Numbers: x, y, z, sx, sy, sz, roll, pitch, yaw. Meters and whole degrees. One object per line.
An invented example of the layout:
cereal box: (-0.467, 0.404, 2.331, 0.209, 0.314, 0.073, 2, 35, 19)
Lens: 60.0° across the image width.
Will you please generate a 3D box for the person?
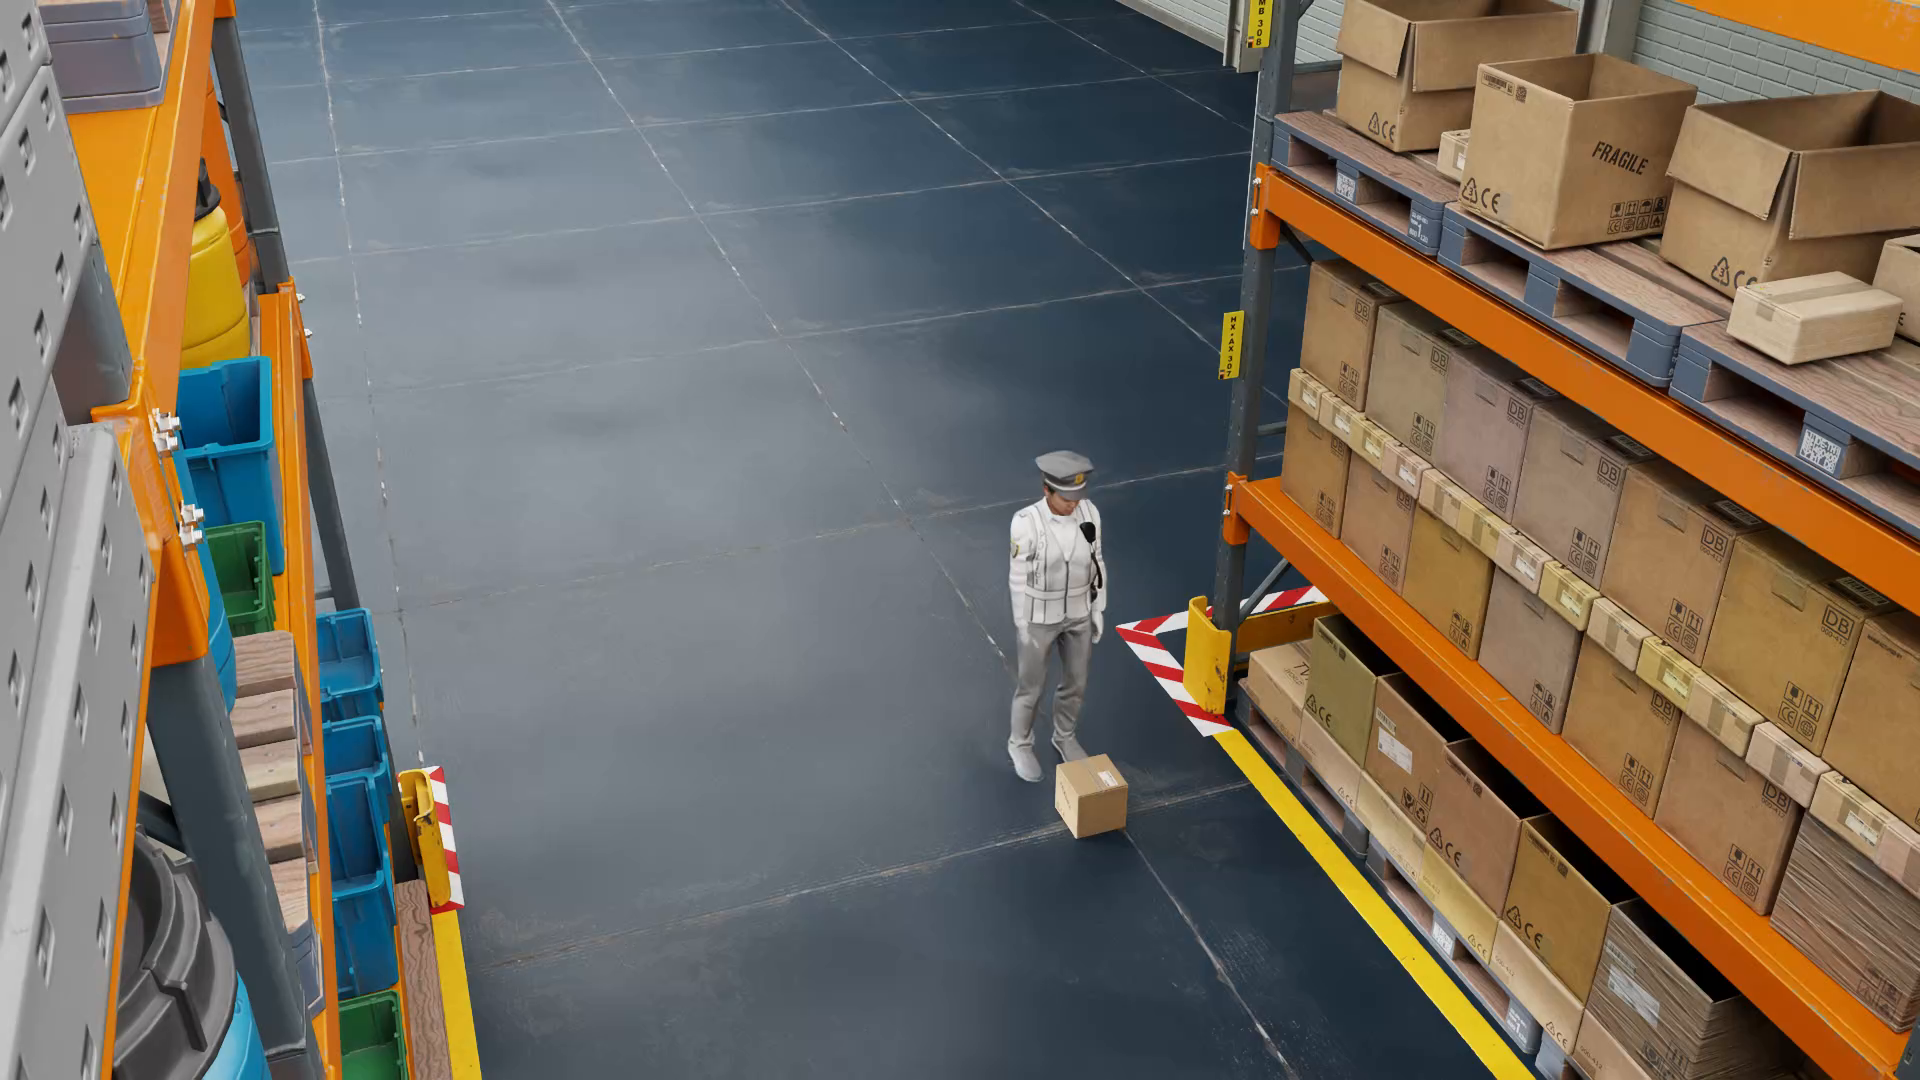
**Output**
person: (0.459, 0.362, 7.727, 0.470, 1.672, 0.328, -11, 32, -18)
